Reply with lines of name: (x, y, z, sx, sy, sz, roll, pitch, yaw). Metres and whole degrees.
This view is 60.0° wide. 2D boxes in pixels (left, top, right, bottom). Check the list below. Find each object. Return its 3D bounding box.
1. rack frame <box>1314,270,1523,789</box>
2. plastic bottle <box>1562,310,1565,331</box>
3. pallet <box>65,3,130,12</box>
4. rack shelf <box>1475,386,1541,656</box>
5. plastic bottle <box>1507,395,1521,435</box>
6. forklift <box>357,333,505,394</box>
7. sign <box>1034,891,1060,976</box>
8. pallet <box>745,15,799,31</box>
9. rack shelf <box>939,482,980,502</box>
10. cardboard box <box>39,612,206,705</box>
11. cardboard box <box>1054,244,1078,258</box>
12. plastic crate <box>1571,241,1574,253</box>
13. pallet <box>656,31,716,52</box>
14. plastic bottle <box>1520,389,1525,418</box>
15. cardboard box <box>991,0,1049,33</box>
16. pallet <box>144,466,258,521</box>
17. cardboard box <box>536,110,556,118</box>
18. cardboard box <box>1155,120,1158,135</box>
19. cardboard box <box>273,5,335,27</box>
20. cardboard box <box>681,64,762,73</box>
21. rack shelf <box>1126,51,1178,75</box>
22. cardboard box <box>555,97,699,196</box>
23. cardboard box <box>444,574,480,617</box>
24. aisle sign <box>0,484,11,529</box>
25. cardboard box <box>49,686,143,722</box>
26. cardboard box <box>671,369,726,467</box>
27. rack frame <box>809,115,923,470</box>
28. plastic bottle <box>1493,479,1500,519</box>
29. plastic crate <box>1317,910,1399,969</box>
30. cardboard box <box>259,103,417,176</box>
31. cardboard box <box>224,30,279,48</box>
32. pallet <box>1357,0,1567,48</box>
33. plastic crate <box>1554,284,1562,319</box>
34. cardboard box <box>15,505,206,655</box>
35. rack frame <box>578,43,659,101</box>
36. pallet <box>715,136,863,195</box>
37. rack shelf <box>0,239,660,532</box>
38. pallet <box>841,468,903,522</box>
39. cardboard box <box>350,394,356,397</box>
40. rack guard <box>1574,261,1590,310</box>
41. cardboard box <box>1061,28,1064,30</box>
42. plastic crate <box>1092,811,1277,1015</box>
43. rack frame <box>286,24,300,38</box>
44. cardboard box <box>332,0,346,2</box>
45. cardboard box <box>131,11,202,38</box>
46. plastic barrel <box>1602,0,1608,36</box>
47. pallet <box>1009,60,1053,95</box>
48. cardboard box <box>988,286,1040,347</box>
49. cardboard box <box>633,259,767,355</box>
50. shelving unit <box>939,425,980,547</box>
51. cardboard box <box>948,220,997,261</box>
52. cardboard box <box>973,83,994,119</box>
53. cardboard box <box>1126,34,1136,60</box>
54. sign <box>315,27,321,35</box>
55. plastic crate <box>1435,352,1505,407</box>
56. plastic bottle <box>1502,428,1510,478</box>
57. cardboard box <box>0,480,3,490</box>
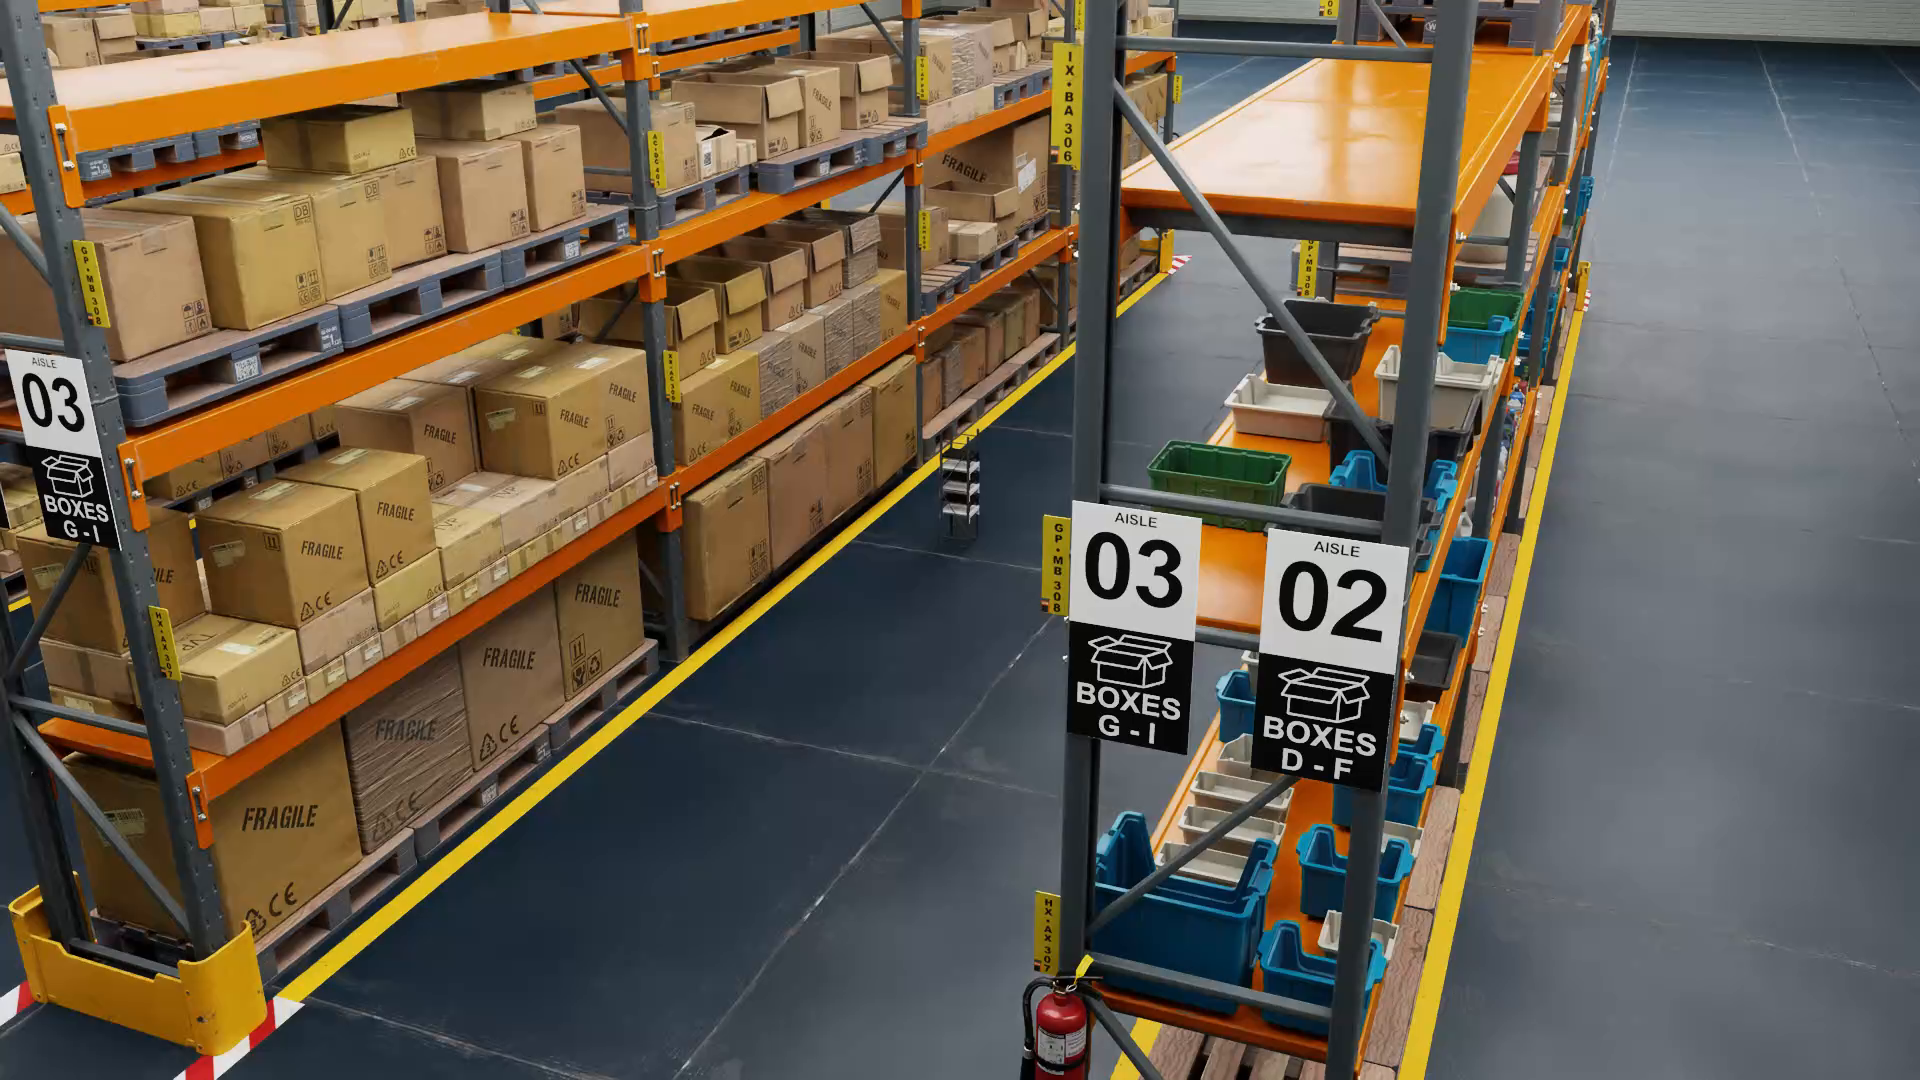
rack frame: (2.304, 0.058, 8.941, 1.000, 3.000, 0.127, 9, 24, 20)
plastic bottle: (6.316, -2.326, 17.613, 0.152, 0.276, 0.135, 8, 24, 19)
pallet: (-12.386, -7.729, 23.807, 1.003, 0.211, 1.213, 9, 24, 20)
rack shelf: (3.047, -0.325, 10.793, 1.077, 0.370, 4.000, 9, 24, 20)
plastic bottle: (3.746, -0.847, 11.276, 0.097, 0.271, 0.097, 0, 23, 0)
forklift: (-3.915, -1.353, 12.409, 1.130, 2.935, 3.031, -4, 23, -9)
sign: (0.302, 1.342, 5.657, 0.100, 0.325, 0.005, 9, 24, 20)
pallet: (-2.670, -6.767, 21.506, 1.003, 0.211, 1.213, 9, 24, 20)
rack shelf: (-0.003, -0.382, 12.805, 0.258, 0.077, 0.200, 9, 24, 20)
cardboard box: (-3.846, 0.501, 7.689, 0.500, 0.250, 0.500, 8, 24, 19)
cardboard box: (1.227, -3.131, 19.274, 0.500, 0.500, 0.500, 7, 24, 15)
plastic crate: (5.589, -2.945, 16.212, 0.767, 0.338, 0.504, 9, 24, 20)
pallet: (-3.576, -5.894, 19.415, 1.003, 0.211, 1.213, 9, 24, 20)
plastic bottle: (3.891, -0.954, 11.623, 0.097, 0.201, 0.097, 0, 23, 0)
cardboard box: (0.608, -5.509, 17.214, 0.500, 0.500, 0.500, 8, 24, 19)
pallet: (-6.574, -0.389, 13.630, 1.003, 0.211, 1.213, 9, 24, 20)
cardboard box: (-4.258, -4.404, 18.198, 0.700, 0.500, 0.500, 8, 24, 19)
cardboard box: (1.934, -4.935, 20.381, 0.875, 0.500, 0.500, 9, 24, 20)
cardboard box: (-8.106, -6.503, 20.566, 0.500, 0.250, 0.500, 8, 24, 19)
cardboard box: (-3.031, -5.741, 21.228, 0.875, 0.550, 0.550, 9, 24, 20)
rack shelf: (1.420, -5.281, 18.766, 1.077, 0.370, 4.000, 9, 24, 20)
cardboard box: (-2.088, -2.484, 10.461, 0.700, 0.500, 0.500, 9, 24, 21)
cardboard box: (-2.772, 0.266, 8.769, 0.380, 0.149, 0.250, 8, 24, 19)
aisle sign: (-4.085, -0.436, 6.752, 0.394, 0.787, 0.004, 9, 24, 20)
cardboard box: (-3.953, 0.722, 7.678, 0.380, 0.149, 0.250, 9, 24, 21)
cardboard box: (-1.891, -0.826, 10.928, 0.500, 0.500, 0.500, 9, 24, 20)
rack frame: (-0.808, -2.082, 14.065, 1.000, 3.000, 0.127, 9, 24, 20)
plastic bottle: (3.167, -0.276, 9.892, 0.061, 0.283, 0.133, 9, 24, 20)
plastic crate: (1.412, 1.440, 5.898, 0.250, 0.136, 0.298, 9, 24, 20)
cardboard box: (-3.020, -1.957, 8.097, 0.500, 0.250, 0.500, 8, 24, 18)
cardboard box: (-6.032, -4.225, 14.181, 0.396, 0.266, 0.258, 9, 24, 20)
pallet: (2.583, -2.739, 8.618, 1.003, 0.211, 1.213, 9, 24, 20)
plastic crate: (4.891, -2.043, 14.247, 0.450, 0.188, 0.662, 9, 24, 20)
cardboard box: (-3.843, 0.155, 7.546, 0.500, 0.500, 0.500, 9, 24, 21)
rack frame: (-3.890, -4.260, 19.279, 1.000, 3.000, 0.127, 9, 24, 20)
pallet: (-1.411, -2.740, 11.995, 1.003, 0.211, 1.213, 10, 25, 22)
rack shelf: (-3.037, -0.987, 8.486, 1.077, 0.370, 4.000, 9, 24, 20)
pallet: (-1.171, -0.524, 13.953, 1.003, 0.211, 1.213, 9, 24, 20)
cardboard box: (-5.574, -1.411, 15.156, 0.500, 0.500, 0.500, 10, 25, 22)
rack guard: (6.777, -3.049, 19.622, 1.175, 0.500, 0.348, 9, 24, 20)
cardboard box: (1.292, -5.378, 17.741, 0.380, 0.149, 0.250, 10, 24, 22)
plastic crate: (0.770, 1.299, 5.847, 0.616, 0.435, 0.499, 9, 24, 20)
rack frame: (-8.523, -4.932, 20.889, 1.000, 3.000, 0.127, 9, 24, 20)
cardboard box: (-7.927, -6.825, 20.819, 0.380, 0.149, 0.250, 8, 24, 18)
cardboard box: (-8.989, -5.849, 18.841, 0.500, 0.250, 0.500, 9, 24, 21)
plastic barrel: (6.699, -5.820, 18.020, 0.600, 0.830, 0.708, 9, 24, 20)
pallet: (0.349, -4.605, 16.458, 1.213, 0.211, 1.003, 9, 24, 20)
cardboard box: (0.429, -2.346, 17.371, 0.700, 0.500, 0.500, 7, 24, 16)
cardboard box: (-1.799, -1.633, 11.560, 0.797, 0.503, 0.637, 9, 24, 21)
shelving unit: (-0.003, -0.412, 12.792, 0.258, 0.900, 0.210, 9, 24, 20)
cardboard box: (0.028, -2.774, 15.370, 0.500, 0.250, 0.500, 8, 24, 19)
cardboard box: (-0.024, -3.898, 14.715, 0.500, 0.250, 0.500, 9, 24, 21)
cardboard box: (1.657, -5.509, 18.572, 0.500, 0.250, 0.500, 8, 24, 19)
sign: (-5.888, -4.570, 15.356, 0.100, 0.325, 0.005, 9, 24, 20)
plastic crate: (2.185, -0.694, 7.194, 0.293, 0.136, 0.466, 9, 24, 20)
plastic bottle: (3.396, -0.571, 10.511, 0.144, 0.351, 0.185, 9, 24, 20)
cardboard box: (-7.339, -0.366, 12.339, 0.380, 0.149, 0.250, 10, 25, 23)
